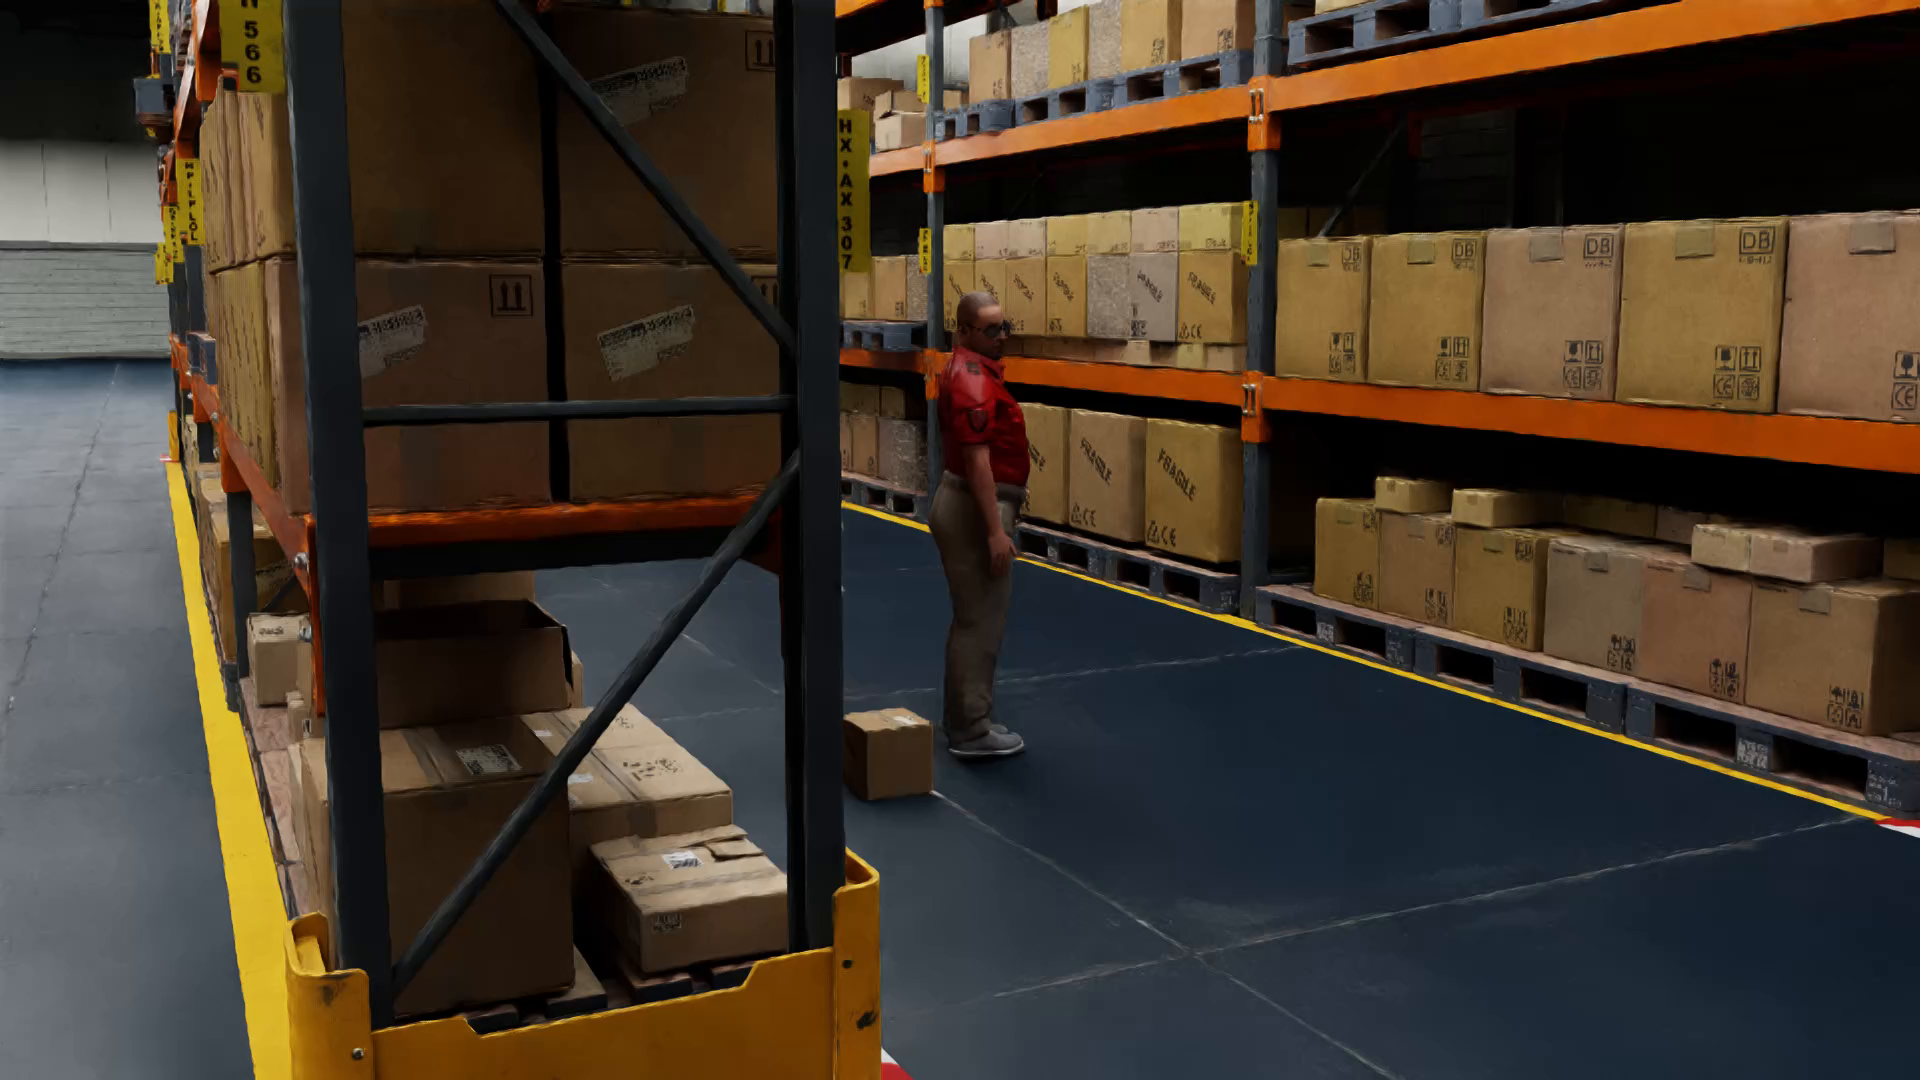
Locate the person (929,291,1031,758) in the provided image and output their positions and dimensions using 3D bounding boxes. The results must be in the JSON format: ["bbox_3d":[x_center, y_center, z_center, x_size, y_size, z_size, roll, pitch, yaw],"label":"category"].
[{"bbox_3d":[0.074,-0.042,6.217,0.360,1.760,0.612,-1,9,-10],"label":"person"}]
